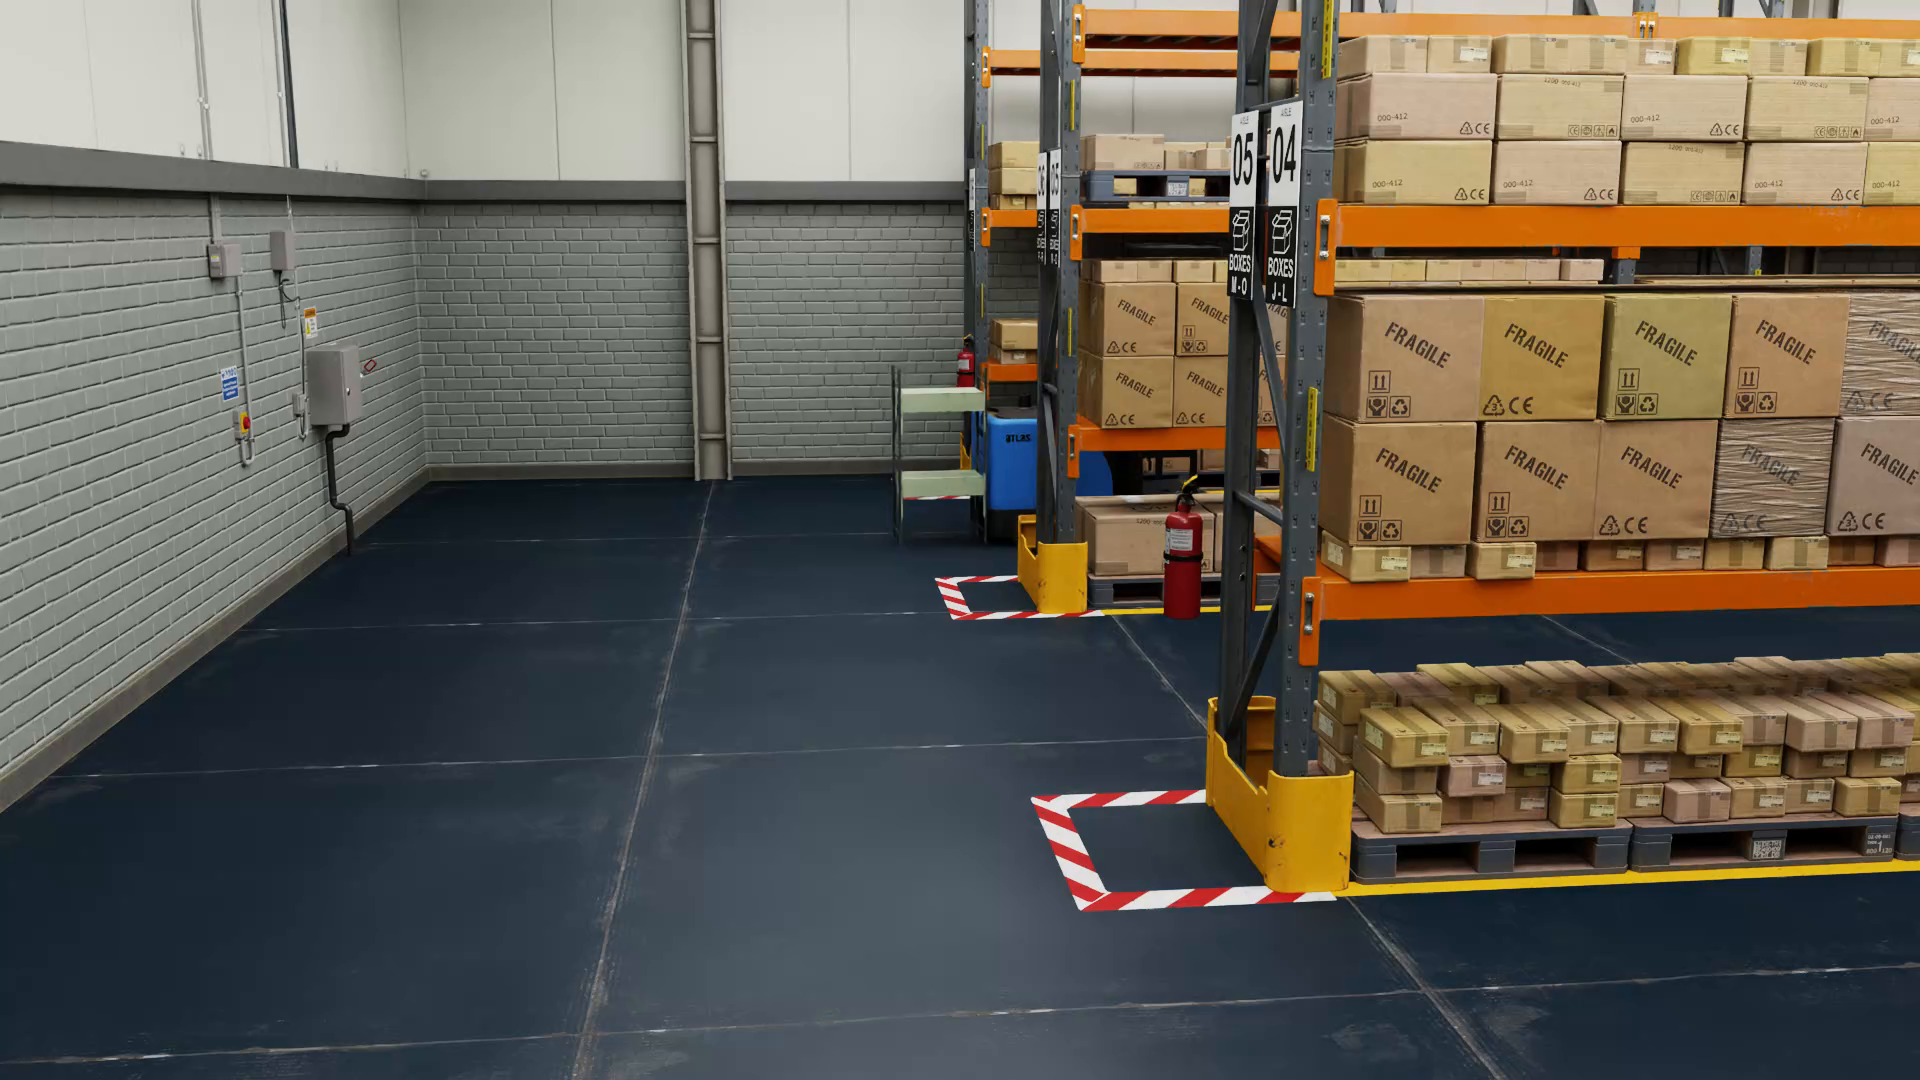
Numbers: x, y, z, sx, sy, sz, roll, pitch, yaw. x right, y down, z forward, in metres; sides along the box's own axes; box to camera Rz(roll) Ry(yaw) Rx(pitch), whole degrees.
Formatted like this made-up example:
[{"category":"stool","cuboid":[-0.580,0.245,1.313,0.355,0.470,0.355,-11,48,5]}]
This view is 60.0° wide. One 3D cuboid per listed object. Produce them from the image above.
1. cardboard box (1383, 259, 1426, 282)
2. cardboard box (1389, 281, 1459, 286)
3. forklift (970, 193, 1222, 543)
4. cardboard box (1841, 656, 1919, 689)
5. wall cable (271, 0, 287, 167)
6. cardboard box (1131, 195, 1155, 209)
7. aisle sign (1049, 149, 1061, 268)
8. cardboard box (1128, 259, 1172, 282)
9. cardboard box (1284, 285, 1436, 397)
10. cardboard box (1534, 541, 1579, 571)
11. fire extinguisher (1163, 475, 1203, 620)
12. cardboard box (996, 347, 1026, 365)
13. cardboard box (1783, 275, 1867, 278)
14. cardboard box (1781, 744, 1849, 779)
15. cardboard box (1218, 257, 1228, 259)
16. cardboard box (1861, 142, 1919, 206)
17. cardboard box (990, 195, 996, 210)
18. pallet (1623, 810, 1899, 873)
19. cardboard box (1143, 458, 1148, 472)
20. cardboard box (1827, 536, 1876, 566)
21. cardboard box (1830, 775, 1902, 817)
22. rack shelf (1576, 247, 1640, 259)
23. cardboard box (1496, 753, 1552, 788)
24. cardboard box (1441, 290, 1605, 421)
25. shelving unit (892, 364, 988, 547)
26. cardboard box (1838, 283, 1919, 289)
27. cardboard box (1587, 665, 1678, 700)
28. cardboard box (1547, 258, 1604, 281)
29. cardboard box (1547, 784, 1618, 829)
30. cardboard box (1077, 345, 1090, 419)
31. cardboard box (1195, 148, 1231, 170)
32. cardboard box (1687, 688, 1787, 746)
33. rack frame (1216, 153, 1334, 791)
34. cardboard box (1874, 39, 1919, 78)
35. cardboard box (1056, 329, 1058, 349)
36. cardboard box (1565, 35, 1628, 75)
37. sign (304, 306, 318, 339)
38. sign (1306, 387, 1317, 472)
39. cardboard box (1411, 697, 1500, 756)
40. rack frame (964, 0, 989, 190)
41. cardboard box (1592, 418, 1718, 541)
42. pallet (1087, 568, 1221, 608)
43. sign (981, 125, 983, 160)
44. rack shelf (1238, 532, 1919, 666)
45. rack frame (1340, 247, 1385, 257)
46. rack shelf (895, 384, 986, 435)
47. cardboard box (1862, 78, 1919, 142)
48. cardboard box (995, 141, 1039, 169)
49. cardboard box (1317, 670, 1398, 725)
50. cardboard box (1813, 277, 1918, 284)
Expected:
[{"category":"cardboard box","cuboid":[3.122,-1.924,11.844,0.250,0.149,0.380,-1,11,-7]},{"category":"cardboard box","cuboid":[3.222,-1.603,11.896,0.500,0.500,0.500,-1,11,-5]},{"category":"forklift","cuboid":[1.658,-1.533,14.567,3.031,2.935,1.130,-2,11,-10]},{"category":"cardboard box","cuboid":[4.415,0.677,7.909,0.250,0.149,0.380,-1,11,-7]},{"category":"wall cable","cuboid":[-5.008,-3.980,11.284,0.029,3.000,2.355,-1,11,-6]},{"category":"cardboard box","cuboid":[1.769,-3.349,16.501,0.250,0.149,0.380,-1,11,-7]},{"category":"aisle sign","cuboid":[0.654,-2.283,11.465,0.004,0.787,0.394,-1,11,-6]},{"category":"cardboard box","cuboid":[1.330,-1.896,11.702,0.250,0.149,0.380,-1,11,-5]},{"category":"cardboard box","cuboid":[1.758,-0.860,7.345,0.500,0.500,0.500,-1,11,-7]},{"category":"cardboard box","cuboid":[2.452,0.022,7.132,0.250,0.149,0.380,-1,11,-3]},{"category":"fire extinguisher","cuboid":[1.030,0.020,7.655,0.183,0.674,0.296,-1,11,-6]},{"category":"cardboard box","cuboid":[0.511,-1.847,16.639,0.250,0.149,0.380,-1,11,-7]},{"category":"cardboard box","cuboid":[6.621,-1.777,12.782,0.500,0.500,0.500,-1,11,-5]},{"category":"cardboard box","cuboid":[3.716,0.928,7.402,0.250,0.149,0.380,-2,11,-9]},{"category":"cardboard box","cuboid":[2.050,-1.989,12.176,0.250,0.149,0.380,-1,11,-7]},{"category":"cardboard box","cuboid":[3.845,-1.518,6.926,0.500,0.250,0.500,-1,11,-7]},{"category":"cardboard box","cuboid":[0.448,-3.416,16.842,0.250,0.149,0.380,-1,11,-5]},{"category":"pallet","cuboid":[3.427,1.215,7.643,1.213,0.211,1.003,-1,11,-6]},{"category":"cardboard box","cuboid":[1.627,-1.001,17.073,0.500,0.500,0.700,-1,11,-4]},{"category":"cardboard box","cuboid":[3.747,0.001,7.238,0.250,0.149,0.380,-1,11,-7]},{"category":"cardboard box","cuboid":[3.924,1.087,7.363,0.250,0.149,0.380,-1,11,-6]},{"category":"rack shelf","cuboid":[6.660,-2.308,12.422,4.000,0.370,1.077,-1,11,-6]},{"category":"cardboard box","cuboid":[2.390,0.951,7.285,0.250,0.149,0.380,-1,11,-5]},{"category":"cardboard box","cuboid":[2.306,-0.773,6.902,0.500,0.500,0.500,-1,11,-4]},{"category":"shelving unit","cuboid":[-0.176,-0.725,14.167,0.755,1.500,0.431,-2,11,-10]},{"category":"cardboard box","cuboid":[4.318,-0.910,7.597,0.500,0.500,0.500,-2,11,-8]},{"category":"cardboard box","cuboid":[3.128,0.706,7.759,0.250,0.149,0.380,-2,11,-8]},{"category":"cardboard box","cuboid":[4.400,-1.938,11.918,0.250,0.149,0.380,-1,11,-7]},{"category":"cardboard box","cuboid":[2.649,1.114,7.227,0.250,0.149,0.380,-1,11,-5]},{"category":"cardboard box","cuboid":[1.146,-1.174,12.306,0.500,0.500,0.500,-1,11,-6]},{"category":"cardboard box","cuboid":[1.801,-2.647,11.582,0.250,0.149,0.380,-1,11,-4]},{"category":"cardboard box","cuboid":[3.433,0.783,7.368,0.250,0.149,0.380,-1,11,-6]},{"category":"rack frame","cuboid":[1.330,-0.117,7.188,0.127,3.000,1.000,-1,11,-6]},{"category":"cardboard box","cuboid":[3.742,-1.949,6.789,0.250,0.149,0.380,-1,11,-6]},{"category":"cardboard box","cuboid":[1.136,-2.057,16.672,0.500,0.250,0.500,-1,11,-5]},{"category":"cardboard box","cuboid":[2.451,-1.918,6.631,0.250,0.149,0.380,-1,11,-5]},{"category":"sign","cuboid":[-5.190,-1.739,13.295,0.001,0.242,0.339,-1,11,-6]},{"category":"sign","cuboid":[1.389,-0.438,6.575,0.005,0.325,0.100,-1,11,-6]},{"category":"cardboard box","cuboid":[2.148,0.809,7.236,0.250,0.149,0.380,-1,11,-5]},{"category":"rack frame","cuboid":[0.155,-4.960,16.269,0.127,3.000,1.000,-1,11,-6]},{"category":"cardboard box","cuboid":[2.824,-0.292,7.049,0.500,0.500,0.500,-1,11,-5]},{"category":"pallet","cuboid":[1.481,0.272,12.436,1.213,0.211,1.003,-1,11,-6]},{"category":"sign","cuboid":[0.214,-3.813,15.945,0.005,0.325,0.100,-1,11,-6]},{"category":"rack shelf","cuboid":[3.318,0.194,7.470,4.000,0.370,1.077,-1,11,-6]},{"category":"rack frame","cuboid":[4.132,-2.100,17.272,0.127,3.000,1.000,-1,11,-6]},{"category":"rack shelf","cuboid":[-0.176,-1.108,14.091,0.720,0.370,0.431,-2,11,-10]},{"category":"cardboard box","cuboid":[3.839,-1.765,6.889,0.500,0.250,0.500,-1,11,-4]},{"category":"cardboard box","cuboid":[0.623,-3.767,16.298,0.500,0.250,0.500,-1,11,-7]},{"category":"cardboard box","cuboid":[1.829,0.724,7.669,0.250,0.149,0.380,-1,11,-5]},{"category":"cardboard box","cuboid":[6.655,-1.679,12.283,0.500,0.500,0.500,-1,11,-7]}]
